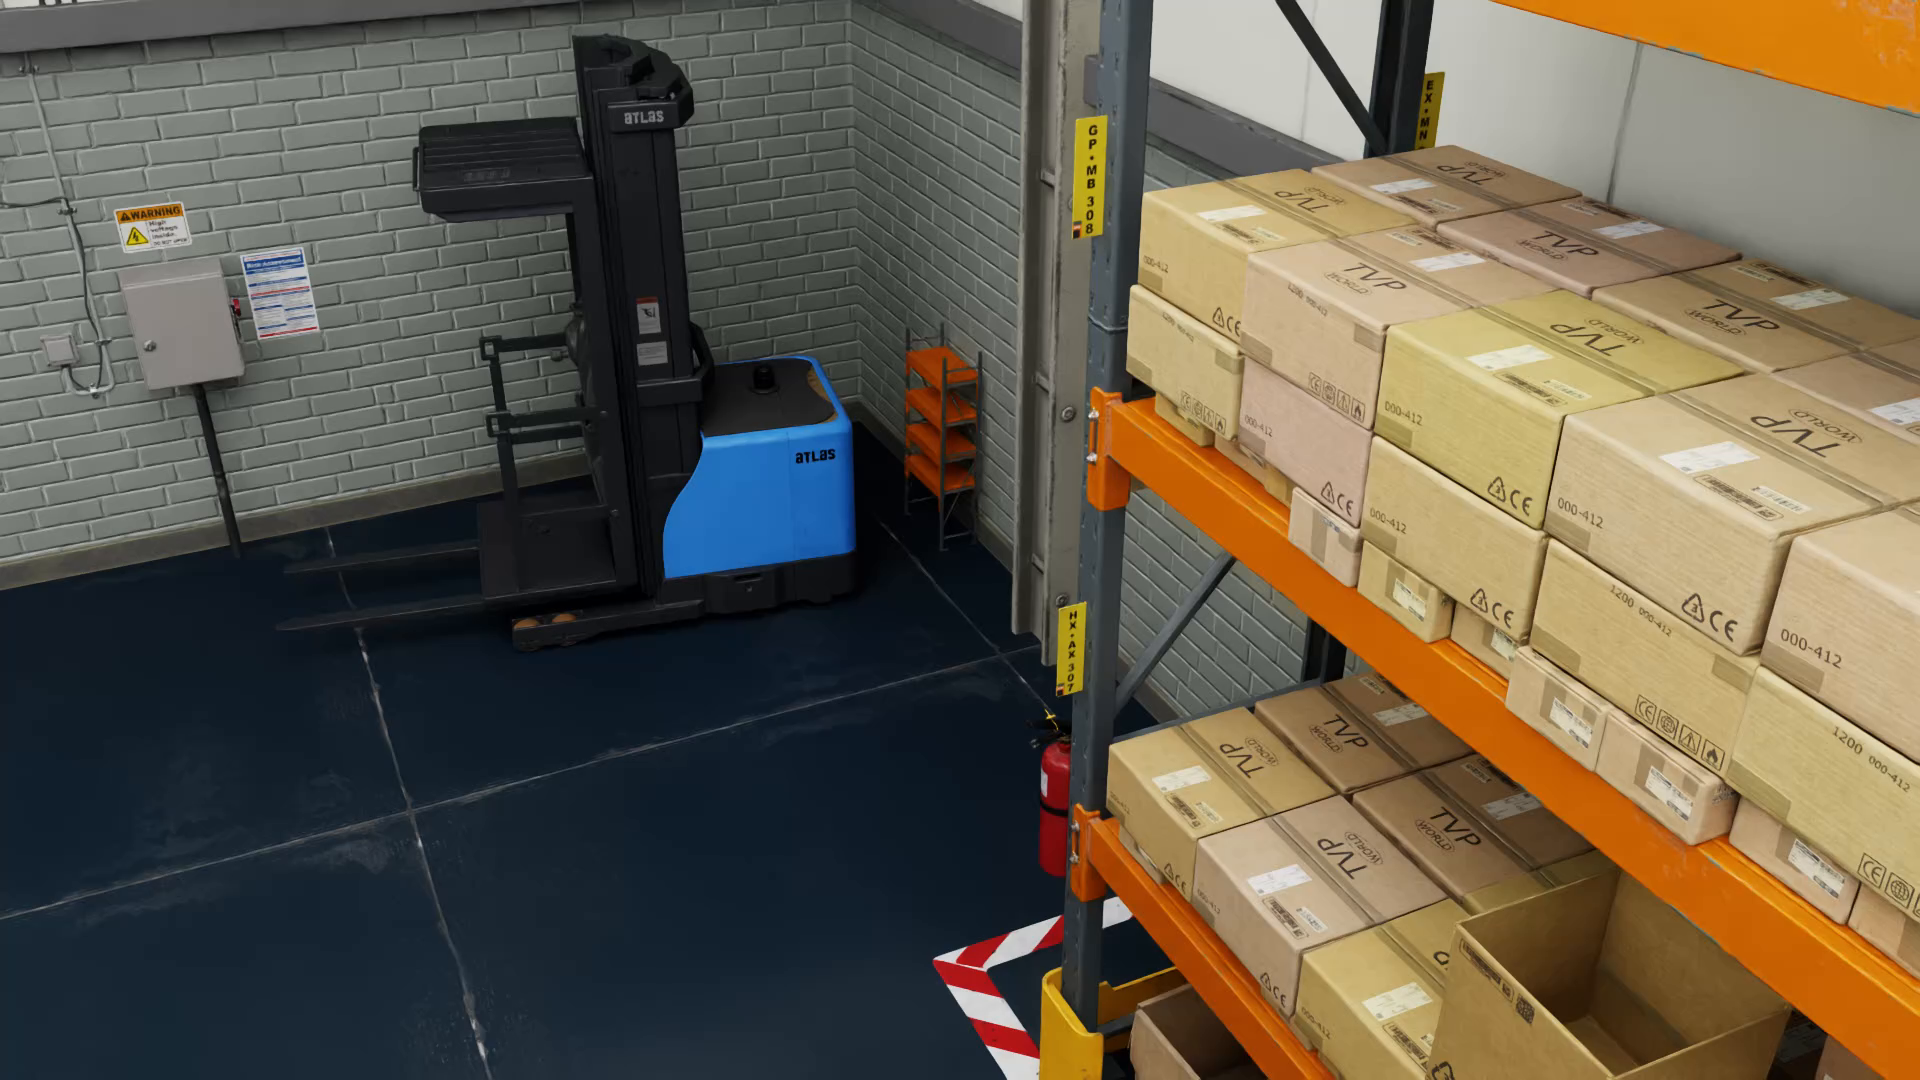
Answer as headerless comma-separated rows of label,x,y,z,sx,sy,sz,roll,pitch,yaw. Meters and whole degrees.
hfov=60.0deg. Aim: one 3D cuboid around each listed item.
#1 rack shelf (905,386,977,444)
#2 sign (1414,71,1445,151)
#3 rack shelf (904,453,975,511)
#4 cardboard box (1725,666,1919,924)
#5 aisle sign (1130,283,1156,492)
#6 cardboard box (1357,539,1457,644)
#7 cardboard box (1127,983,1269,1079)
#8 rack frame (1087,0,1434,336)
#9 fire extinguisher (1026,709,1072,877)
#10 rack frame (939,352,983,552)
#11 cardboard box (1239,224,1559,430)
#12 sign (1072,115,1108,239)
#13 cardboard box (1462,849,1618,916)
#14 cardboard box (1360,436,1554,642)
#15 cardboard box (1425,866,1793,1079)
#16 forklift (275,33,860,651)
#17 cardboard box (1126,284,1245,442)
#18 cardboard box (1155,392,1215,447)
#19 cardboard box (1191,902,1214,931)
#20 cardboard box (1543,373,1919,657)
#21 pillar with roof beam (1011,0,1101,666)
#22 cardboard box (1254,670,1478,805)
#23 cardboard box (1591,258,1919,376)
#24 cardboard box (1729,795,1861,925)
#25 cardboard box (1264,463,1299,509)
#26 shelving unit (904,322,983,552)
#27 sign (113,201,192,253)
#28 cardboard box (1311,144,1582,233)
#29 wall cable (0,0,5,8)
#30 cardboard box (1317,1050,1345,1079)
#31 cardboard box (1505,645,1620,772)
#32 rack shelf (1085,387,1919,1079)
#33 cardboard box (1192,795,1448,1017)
rack shelf,-0.100,-0.728,9.495,0.258,0.148,0.480,-12,31,-23
sign,1.349,-1.196,4.843,0.100,0.325,0.005,-13,32,-22
rack shelf,-0.110,-0.358,9.698,0.258,0.148,0.480,-12,31,-23
cardboard box,1.681,0.384,2.781,0.500,0.250,0.500,-12,32,-21
aisle sign,0.545,-0.496,4.910,0.394,0.787,0.004,-13,32,-22
cardboard box,1.130,0.070,3.748,0.380,0.149,0.250,-13,32,-22
cardboard box,1.017,1.802,5.592,0.797,0.503,0.637,-14,32,-24
rack frame,0.840,-2.010,4.134,1.000,3.000,0.127,-13,32,-22
fire extinguisher,0.359,0.835,5.655,0.296,0.674,0.183,-13,32,-22
rack frame,0.003,-0.484,9.379,0.240,1.200,0.015,-12,31,-23
cardboard box,1.005,-0.507,3.858,0.500,0.250,0.500,-13,32,-22
sign,0.350,-0.969,4.451,0.100,0.325,0.005,-13,32,-22
cardboard box,1.705,1.137,4.504,0.500,0.250,0.500,-12,31,-20
cardboard box,1.229,-0.064,3.580,0.500,0.250,0.500,-14,32,-23
cardboard box,1.435,1.135,3.742,0.500,0.500,0.500,-12,32,-21
forklift,-2.125,-0.983,8.506,3.031,2.935,1.130,-8,30,-14
cardboard box,0.783,-0.513,4.380,0.500,0.250,0.500,-13,32,-23
cardboard box,0.766,-0.403,4.591,0.380,0.149,0.250,-12,32,-21
cardboard box,0.884,1.021,5.118,0.380,0.149,0.250,-12,32,-21
cardboard box,1.461,-0.065,3.070,0.500,0.250,0.500,-12,32,-21
pillar with roof beam,-3.392,-2.487,4.984,9.100,9.000,0.400,-13,32,-22
cardboard box,1.277,0.690,5.303,0.500,0.250,0.500,-12,31,-21
cardboard box,1.736,-0.391,3.652,0.500,0.250,0.500,-13,32,-21
cardboard box,1.623,0.505,2.973,0.380,0.149,0.250,-13,32,-21
cardboard box,0.997,-0.175,4.186,0.380,0.149,0.250,-13,32,-22
shelving unit,-0.104,-0.591,9.570,0.258,1.200,0.503,-12,31,-23
sign,-4.263,-1.652,8.785,0.339,0.242,0.001,-13,32,-22
cardboard box,1.283,-0.847,4.464,0.500,0.250,0.500,-14,32,-23
wall cable,-5.658,-3.577,6.928,2.355,3.000,0.029,-13,32,-22
cardboard box,1.200,1.371,4.495,0.380,0.149,0.250,-13,32,-21
cardboard box,1.337,0.295,3.347,0.380,0.149,0.250,-13,32,-22
rack shelf,1.698,0.495,3.468,1.077,0.370,4.000,-13,32,-22
cardboard box,1.008,1.022,4.710,0.500,0.250,0.500,-13,32,-21
